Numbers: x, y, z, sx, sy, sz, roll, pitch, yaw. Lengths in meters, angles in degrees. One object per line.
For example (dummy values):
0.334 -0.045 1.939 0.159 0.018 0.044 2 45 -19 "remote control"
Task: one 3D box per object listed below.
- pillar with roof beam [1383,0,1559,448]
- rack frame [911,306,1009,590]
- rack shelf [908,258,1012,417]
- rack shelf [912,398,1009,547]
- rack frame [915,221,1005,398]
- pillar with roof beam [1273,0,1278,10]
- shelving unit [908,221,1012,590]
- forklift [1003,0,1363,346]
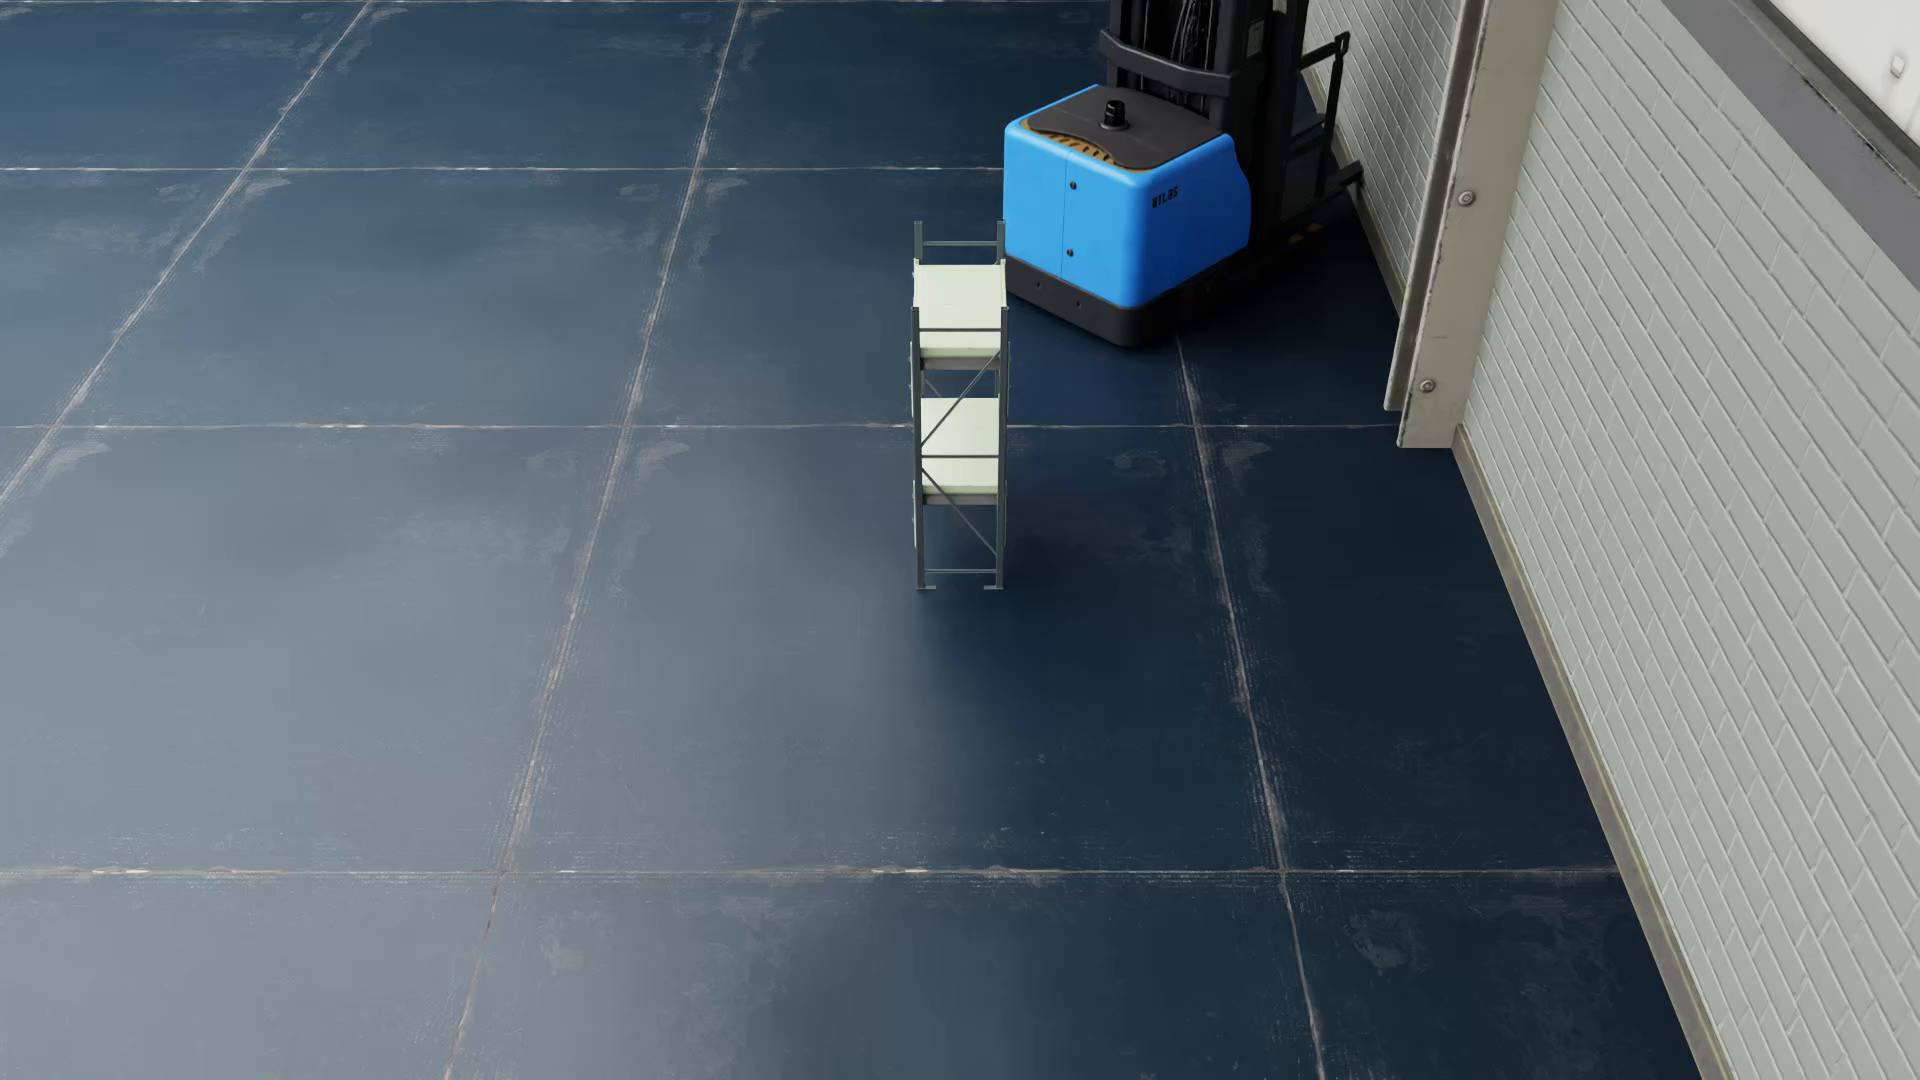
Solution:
-1.885 -4.109 5.928 9.100 9.000 0.400 0 39 0 "pillar with roof beam"
0.000 -0.361 7.246 0.400 1.500 0.023 0 39 0 "rack frame"
0.000 -0.894 7.288 0.431 0.370 0.720 0 39 0 "rack shelf"
0.000 -0.335 7.736 0.431 0.370 0.720 0 39 0 "rack shelf"
0.000 -0.818 7.817 0.400 1.500 0.023 0 39 0 "rack frame"
-1.892 -7.862 10.610 9.100 9.000 0.400 0 39 0 "pillar with roof beam"
0.000 -0.589 7.532 0.431 1.500 0.755 0 39 0 "shelving unit"
1.623 -3.036 9.441 1.130 2.935 3.031 32 48 33 "forklift"
